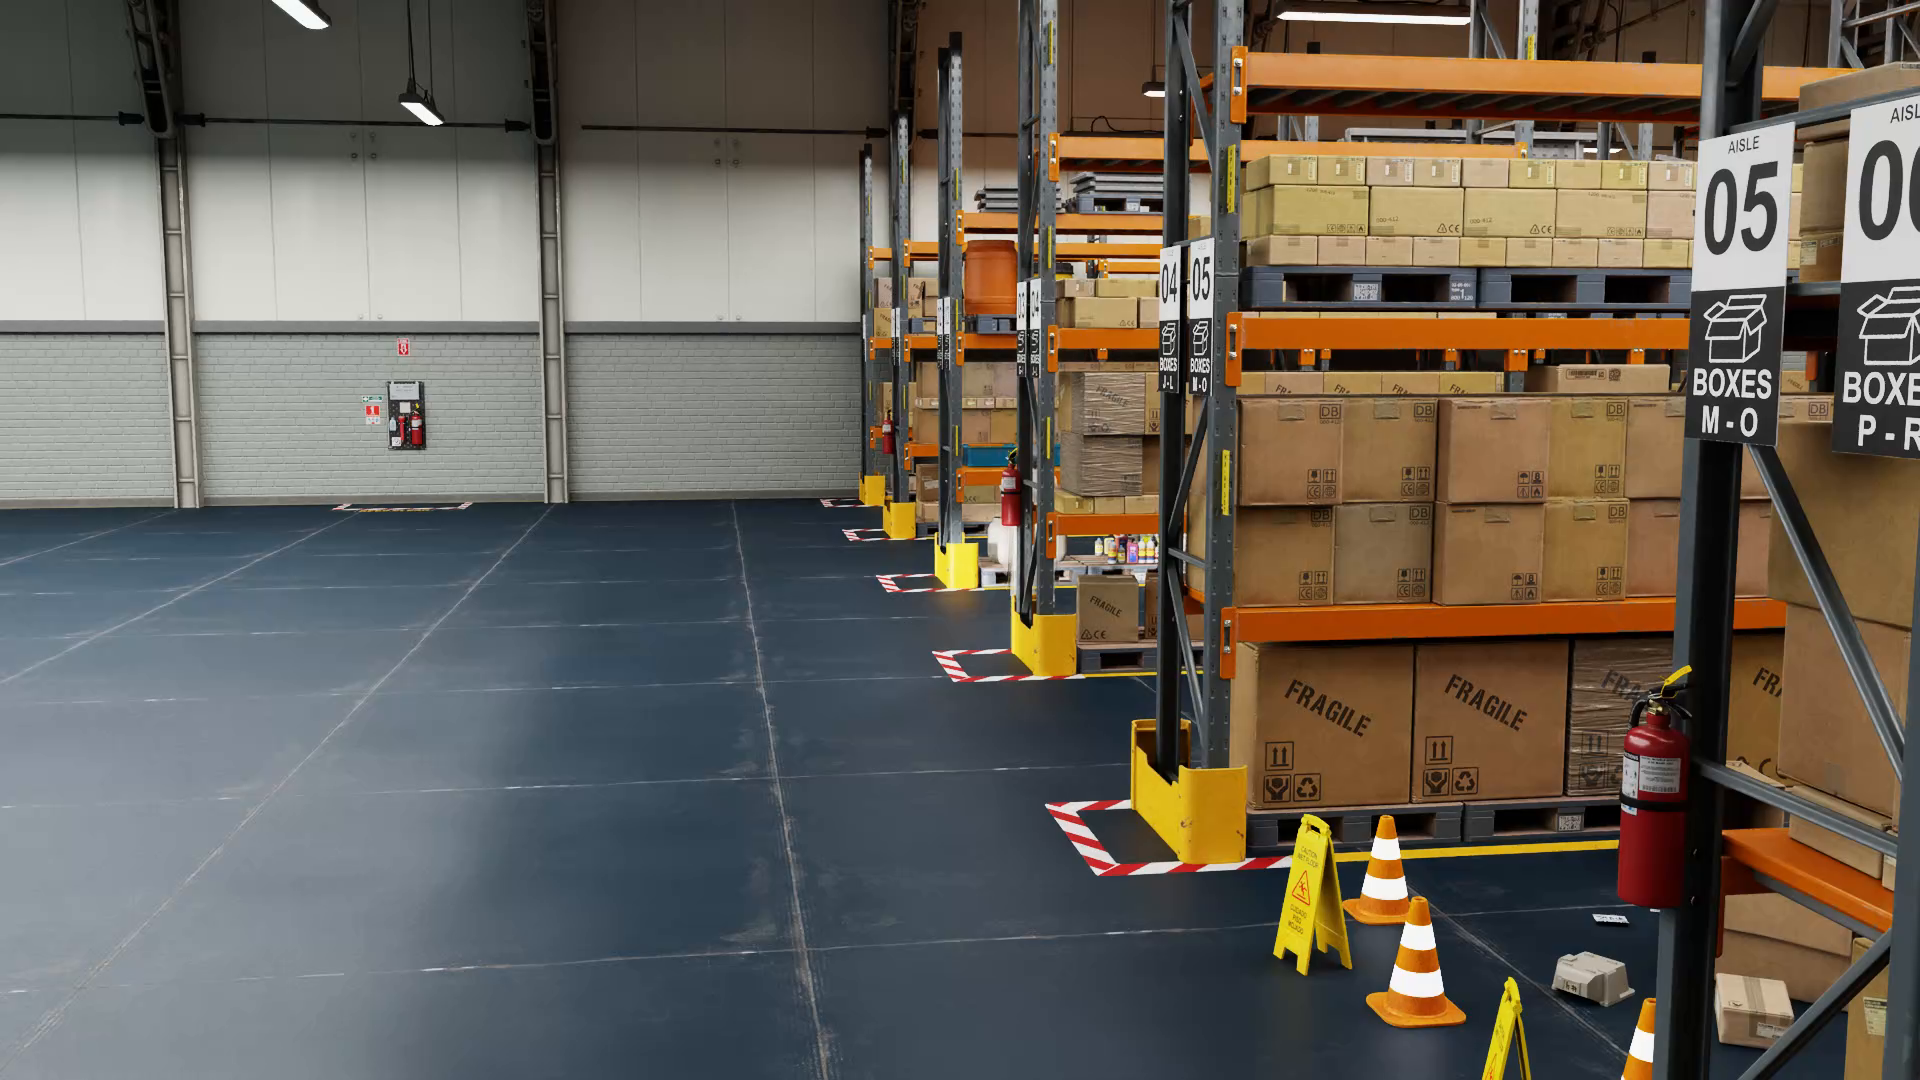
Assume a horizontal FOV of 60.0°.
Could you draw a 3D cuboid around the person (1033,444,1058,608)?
[{"bbox_3d":[0.770,-0.145,16.981,0.460,1.686,0.564,-1,7,-8],"label":"person"}]
